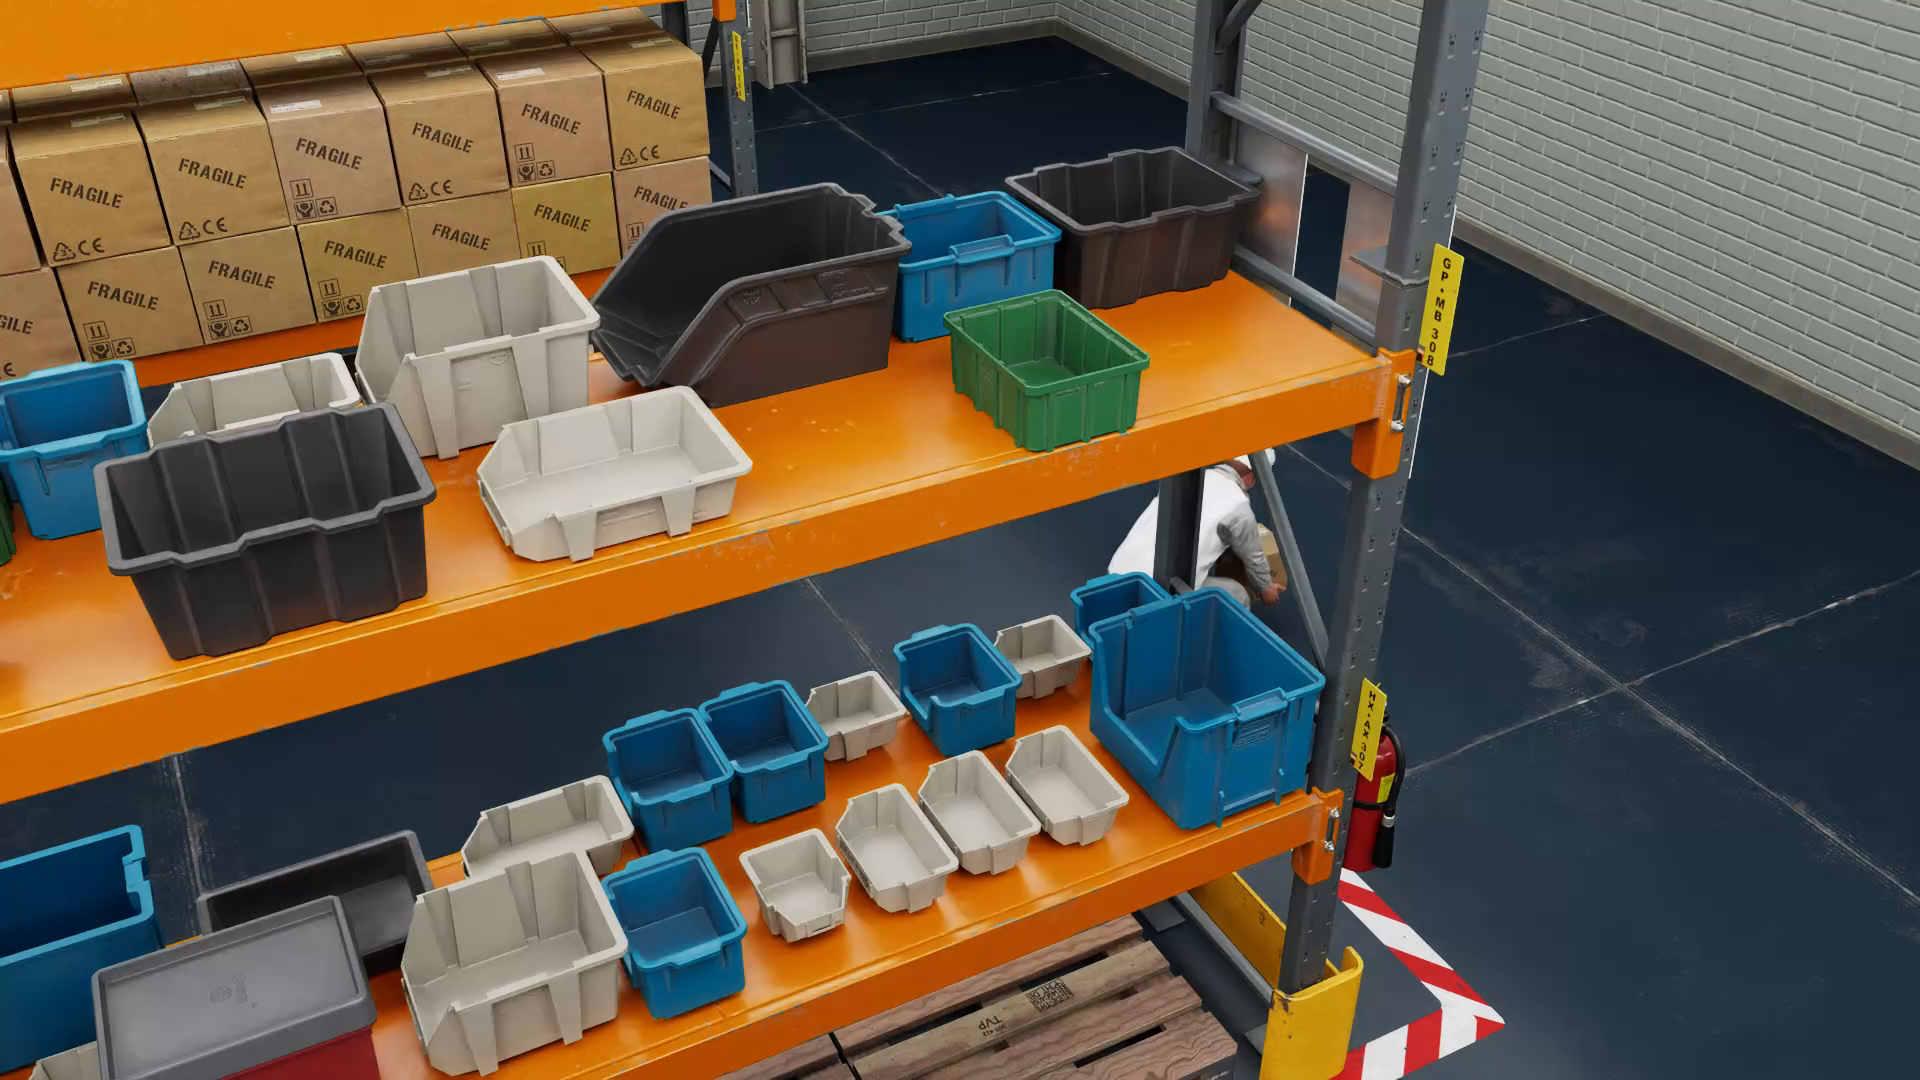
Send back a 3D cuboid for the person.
[{"bbox_3d":[1.112,0.047,7.750,0.863,1.019,0.523,-17,36,-24],"label":"person"}]
